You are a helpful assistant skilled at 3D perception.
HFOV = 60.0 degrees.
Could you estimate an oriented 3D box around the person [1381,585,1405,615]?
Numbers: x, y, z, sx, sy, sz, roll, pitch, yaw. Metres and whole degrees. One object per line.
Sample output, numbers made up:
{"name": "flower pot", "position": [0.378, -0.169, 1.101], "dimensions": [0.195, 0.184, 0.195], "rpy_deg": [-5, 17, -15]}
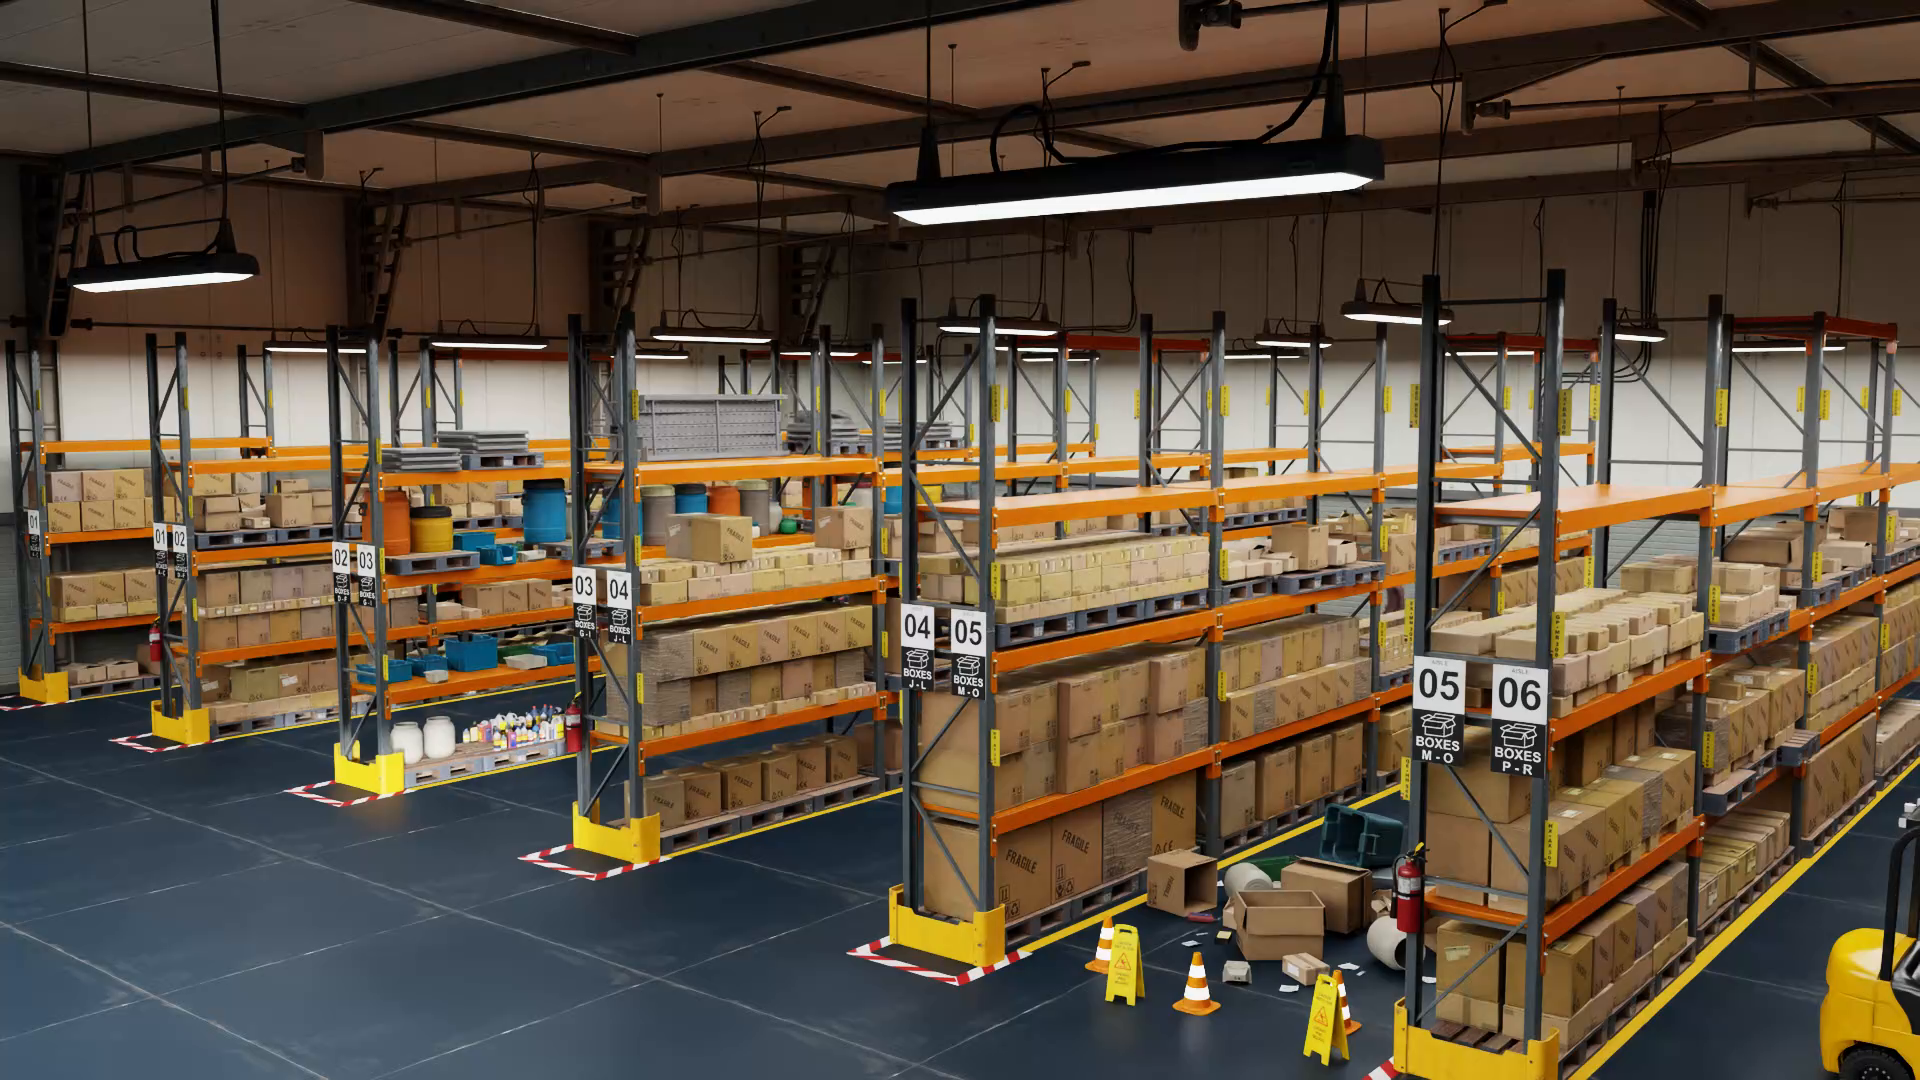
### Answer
{"name": "person", "position": [8.427, 1.388, 32.495], "dimensions": [1.197, 1.702, 0.535], "rpy_deg": [2, 6, 24]}
